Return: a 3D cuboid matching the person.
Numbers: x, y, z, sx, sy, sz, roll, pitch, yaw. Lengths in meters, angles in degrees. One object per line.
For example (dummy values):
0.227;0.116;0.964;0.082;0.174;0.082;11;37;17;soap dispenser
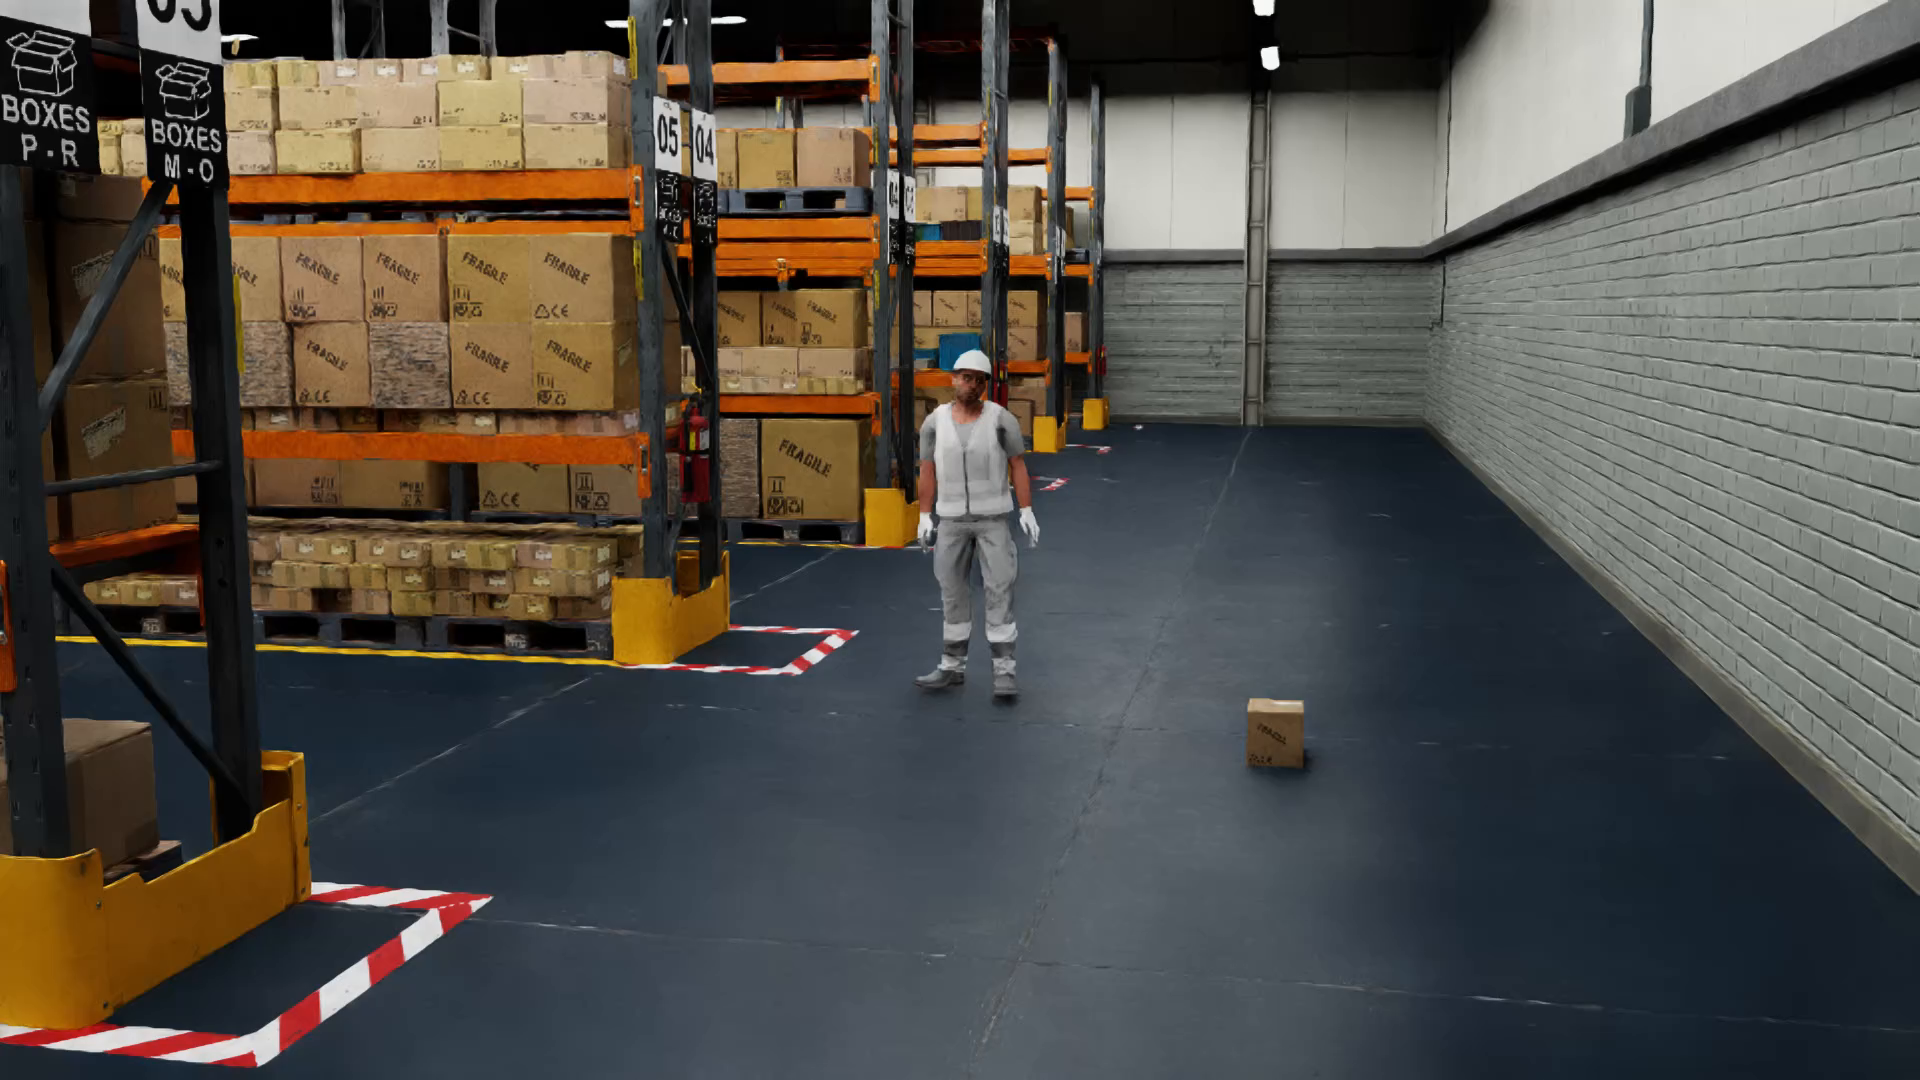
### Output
0.084;-0.093;8.654;0.665;1.792;0.418;2;8;12;person
